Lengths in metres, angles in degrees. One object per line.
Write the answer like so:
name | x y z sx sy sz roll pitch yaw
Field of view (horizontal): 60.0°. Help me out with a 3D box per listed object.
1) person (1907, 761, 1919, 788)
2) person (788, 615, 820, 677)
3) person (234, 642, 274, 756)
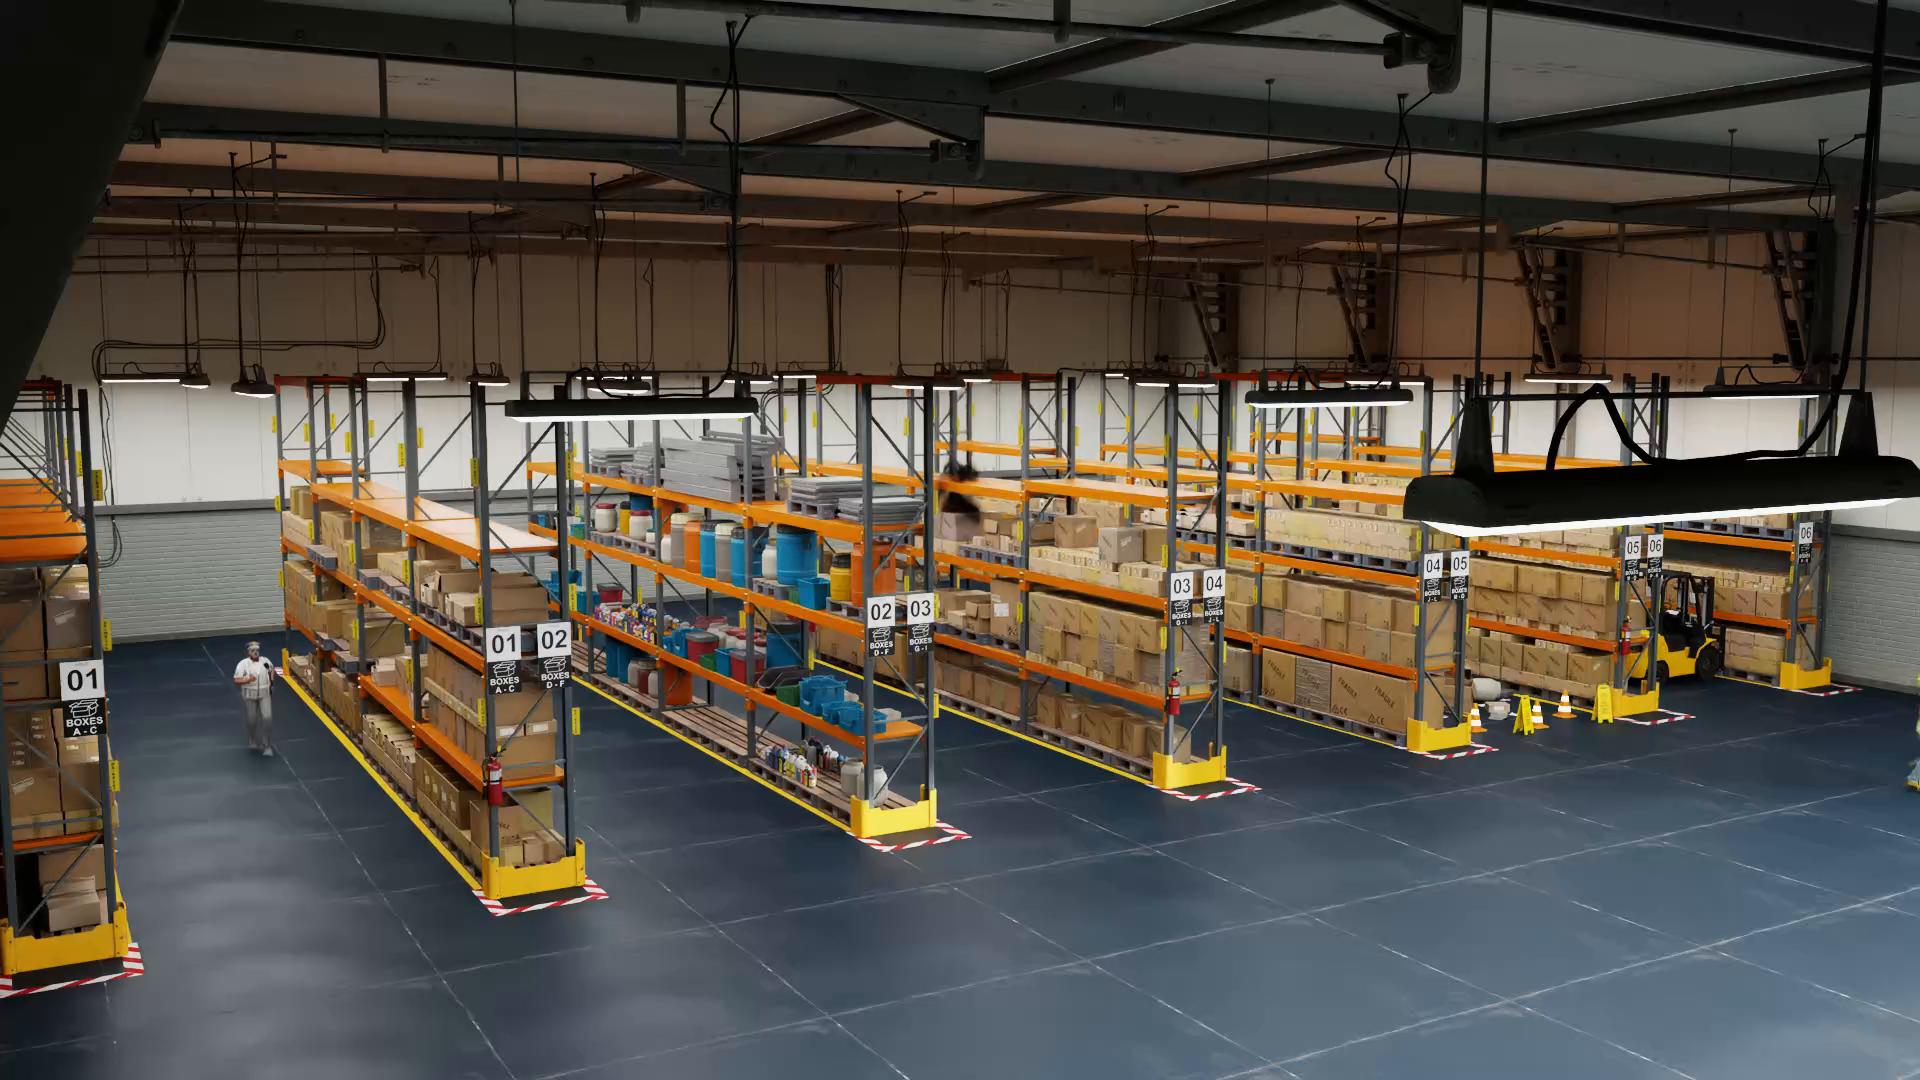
person | 14.364 2.795 24.293 0.848 1.735 0.715 3 7 28
person | -3.009 1.926 32.527 0.666 1.736 0.802 -4 7 -30
person | -11.295 2.531 26.677 0.628 1.839 0.763 -4 7 -32
